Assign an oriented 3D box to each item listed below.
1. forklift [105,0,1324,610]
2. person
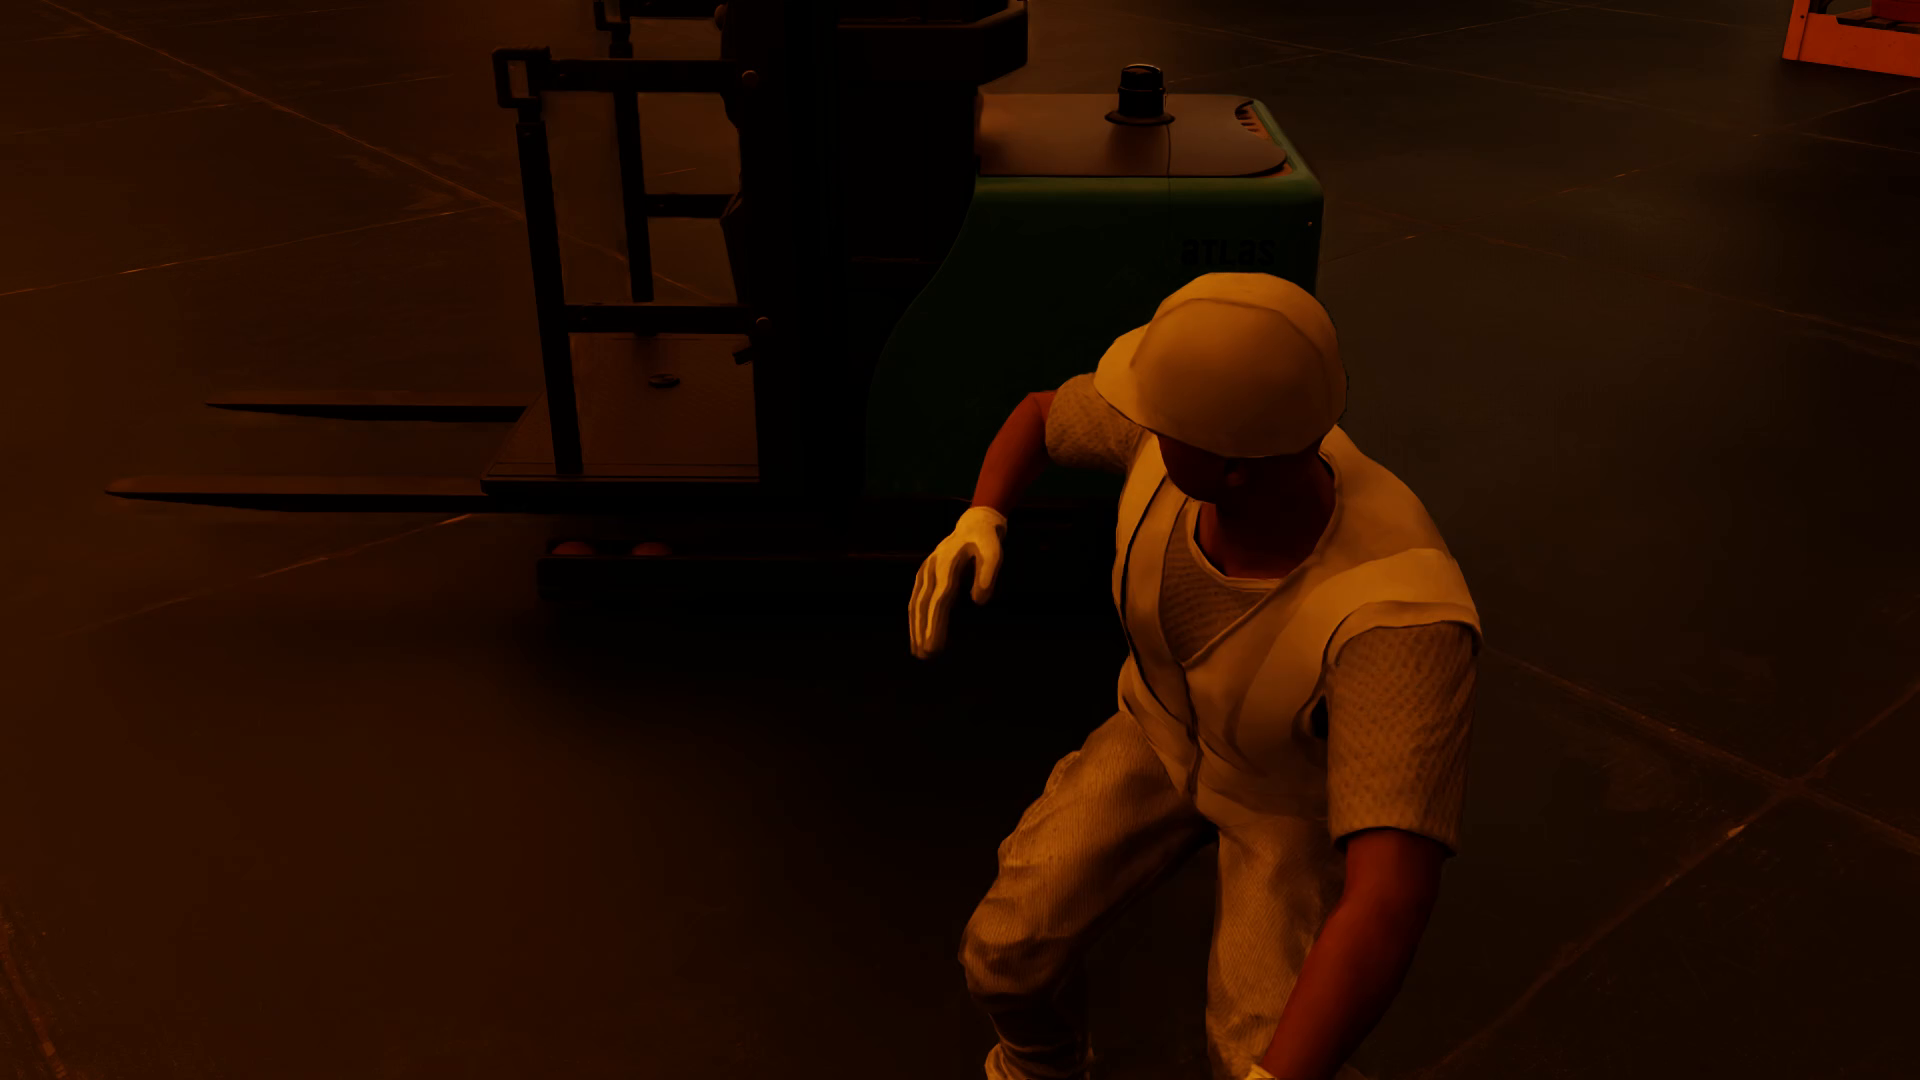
[{"bbox_3d":[-0.670,-1.373,3.971,3.031,2.935,1.130,0,26,1],"label":"forklift"},{"bbox_3d":[0.249,0.379,2.098,0.825,1.513,0.926,22,34,37],"label":"person"}]
